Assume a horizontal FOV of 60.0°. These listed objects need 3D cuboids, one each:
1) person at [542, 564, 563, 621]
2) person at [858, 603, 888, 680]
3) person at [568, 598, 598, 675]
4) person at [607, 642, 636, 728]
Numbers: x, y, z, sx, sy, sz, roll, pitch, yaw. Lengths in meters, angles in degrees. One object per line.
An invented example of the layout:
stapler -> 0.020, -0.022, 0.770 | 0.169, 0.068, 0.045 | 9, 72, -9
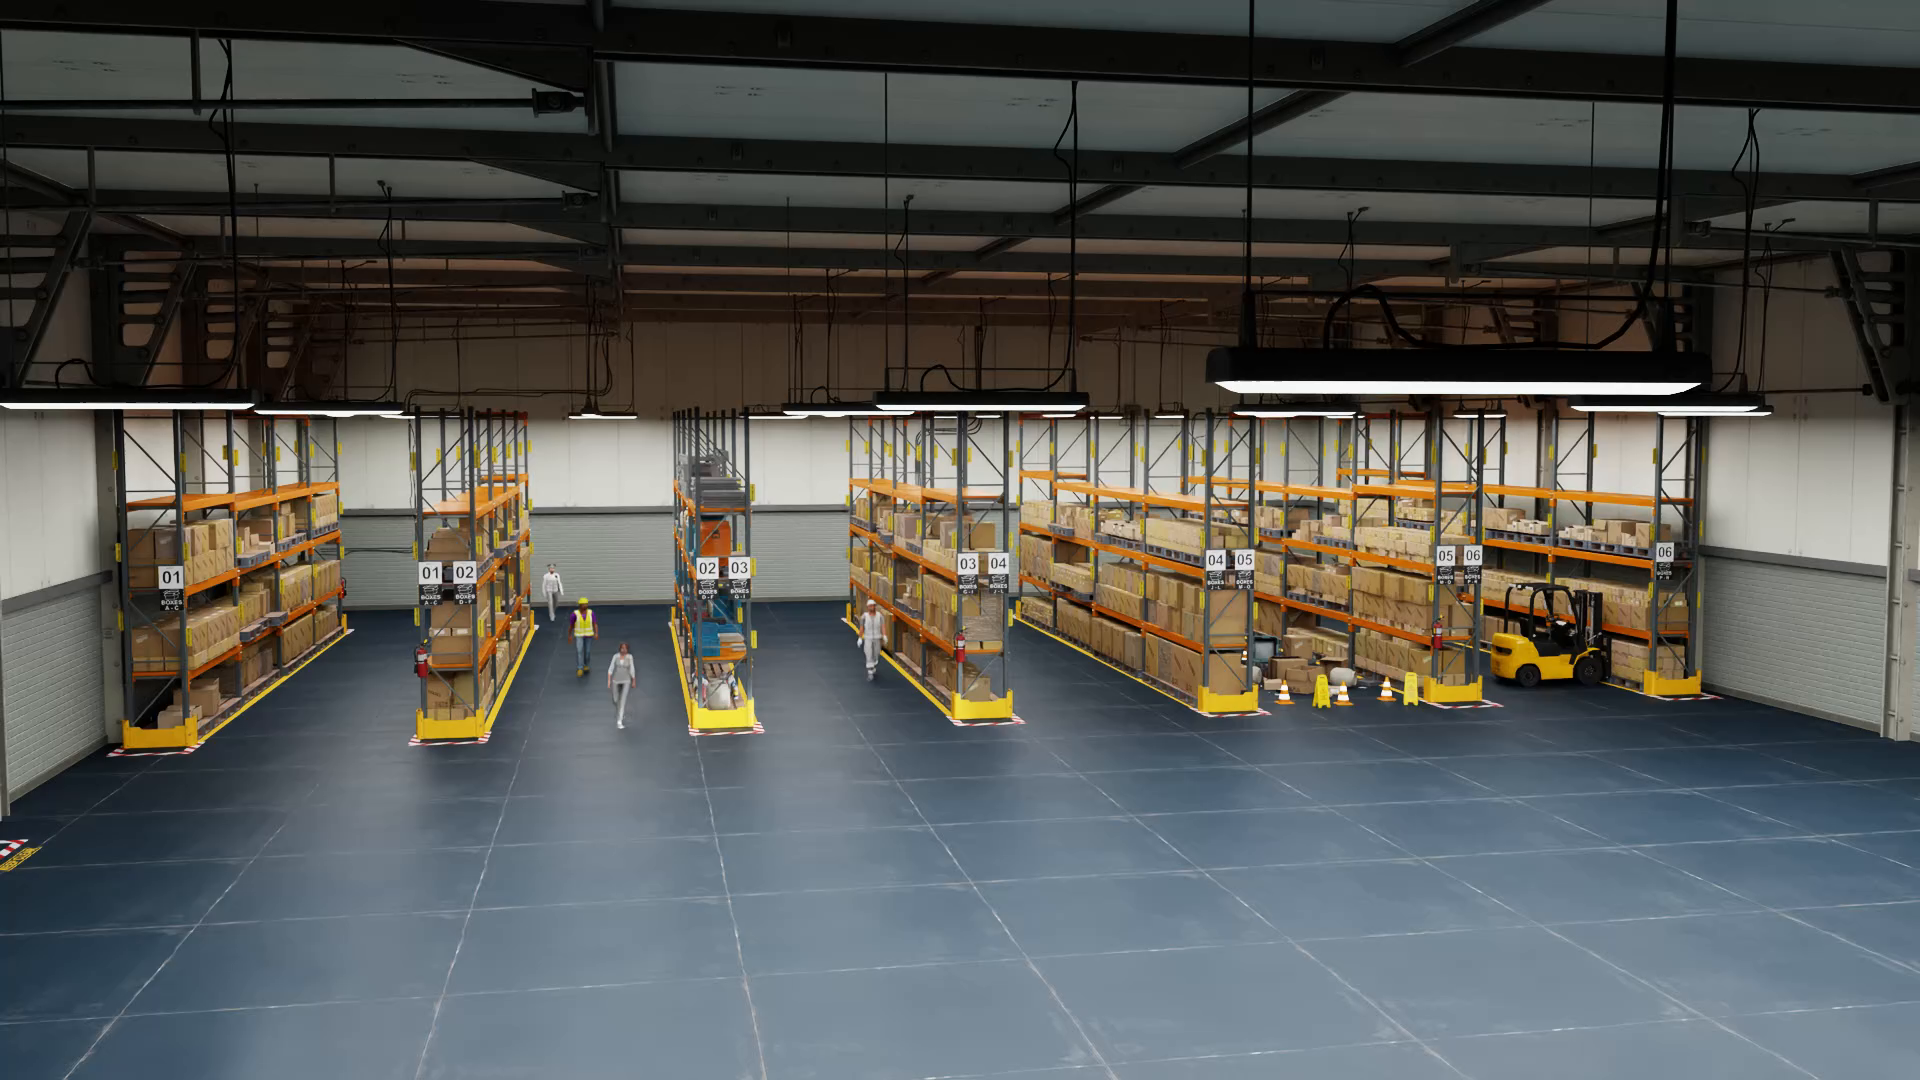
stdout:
person -> -11.723, 1.481, 47.829 | 0.534, 1.632, 1.004 | -2, 5, -26
person -> -1.944, 2.226, 37.022 | 0.647, 1.673, 1.061 | -1, 4, -9
person -> -8.527, 2.163, 37.635 | 0.658, 1.695, 1.067 | -1, 4, -20
person -> -6.398, 2.712, 31.443 | 0.500, 1.585, 0.709 | 0, 4, -7
